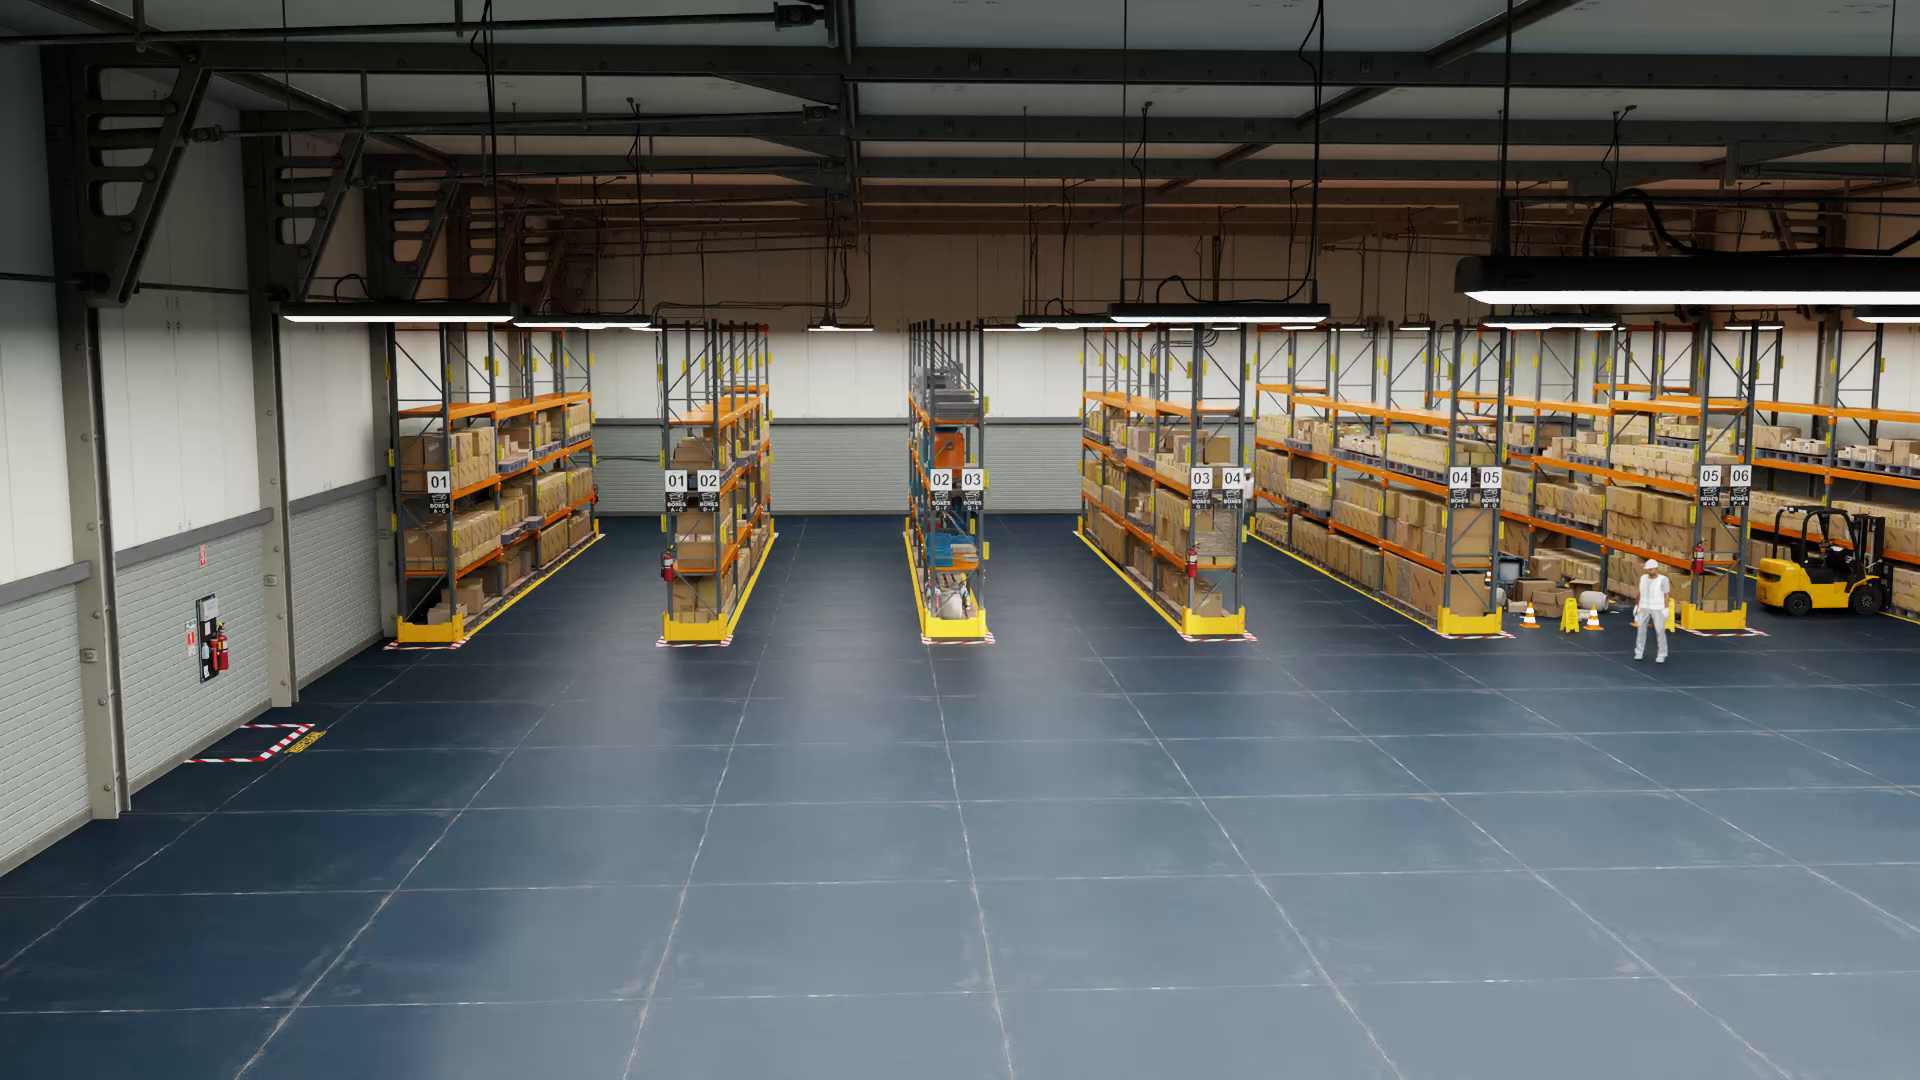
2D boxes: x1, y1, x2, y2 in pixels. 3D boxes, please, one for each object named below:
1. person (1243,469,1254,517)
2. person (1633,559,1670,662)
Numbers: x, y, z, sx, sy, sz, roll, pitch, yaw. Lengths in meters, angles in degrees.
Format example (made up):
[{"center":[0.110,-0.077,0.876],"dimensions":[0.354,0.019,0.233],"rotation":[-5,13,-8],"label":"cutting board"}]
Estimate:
[{"center":[8.570,-1.272,49.652],"dimensions":[0.613,1.717,1.055],"rotation":[5,8,33],"label":"person"},{"center":[12.142,1.224,29.253],"dimensions":[0.614,1.782,0.425],"rotation":[6,9,41],"label":"person"}]
